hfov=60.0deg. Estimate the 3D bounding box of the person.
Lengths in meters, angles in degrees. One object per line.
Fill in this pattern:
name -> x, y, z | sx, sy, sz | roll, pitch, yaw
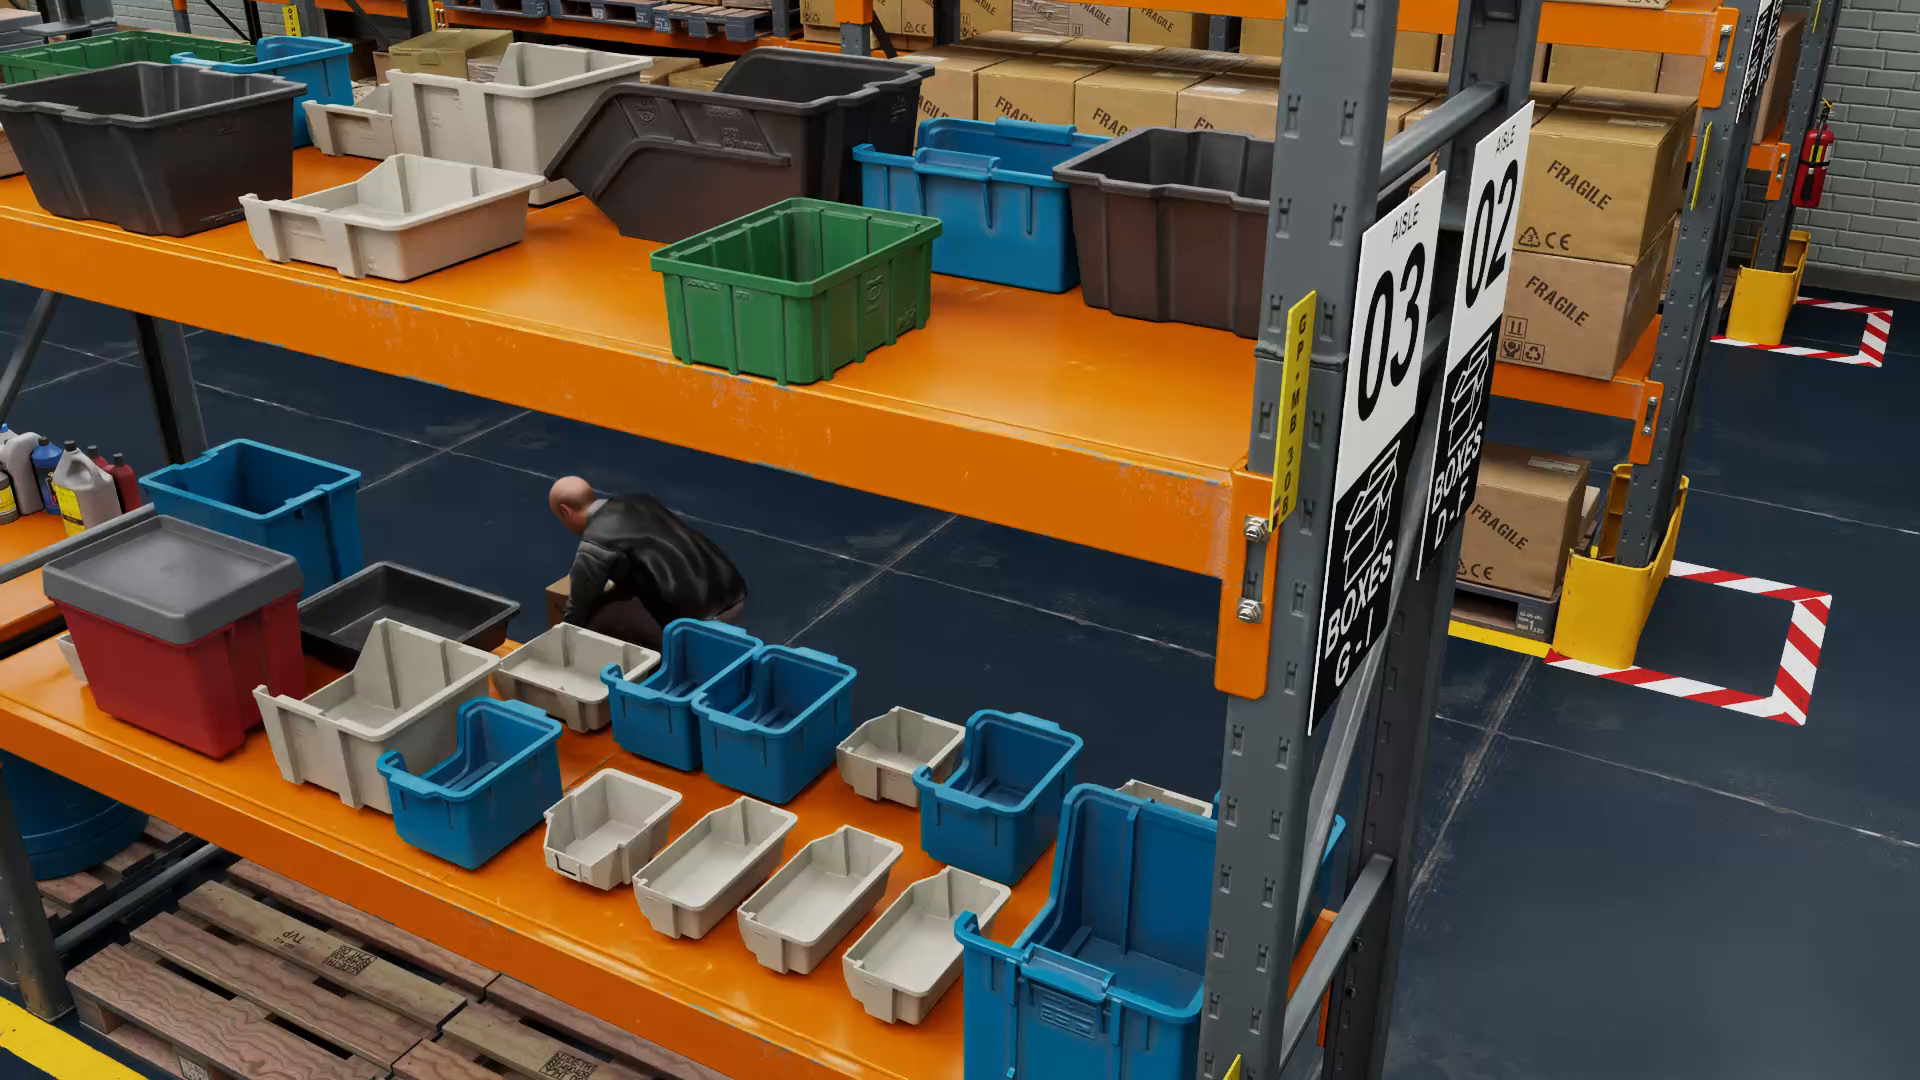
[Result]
person -> -1.332, 0.227, 7.035 | 0.852, 0.980, 0.519 | 13, 29, 25
